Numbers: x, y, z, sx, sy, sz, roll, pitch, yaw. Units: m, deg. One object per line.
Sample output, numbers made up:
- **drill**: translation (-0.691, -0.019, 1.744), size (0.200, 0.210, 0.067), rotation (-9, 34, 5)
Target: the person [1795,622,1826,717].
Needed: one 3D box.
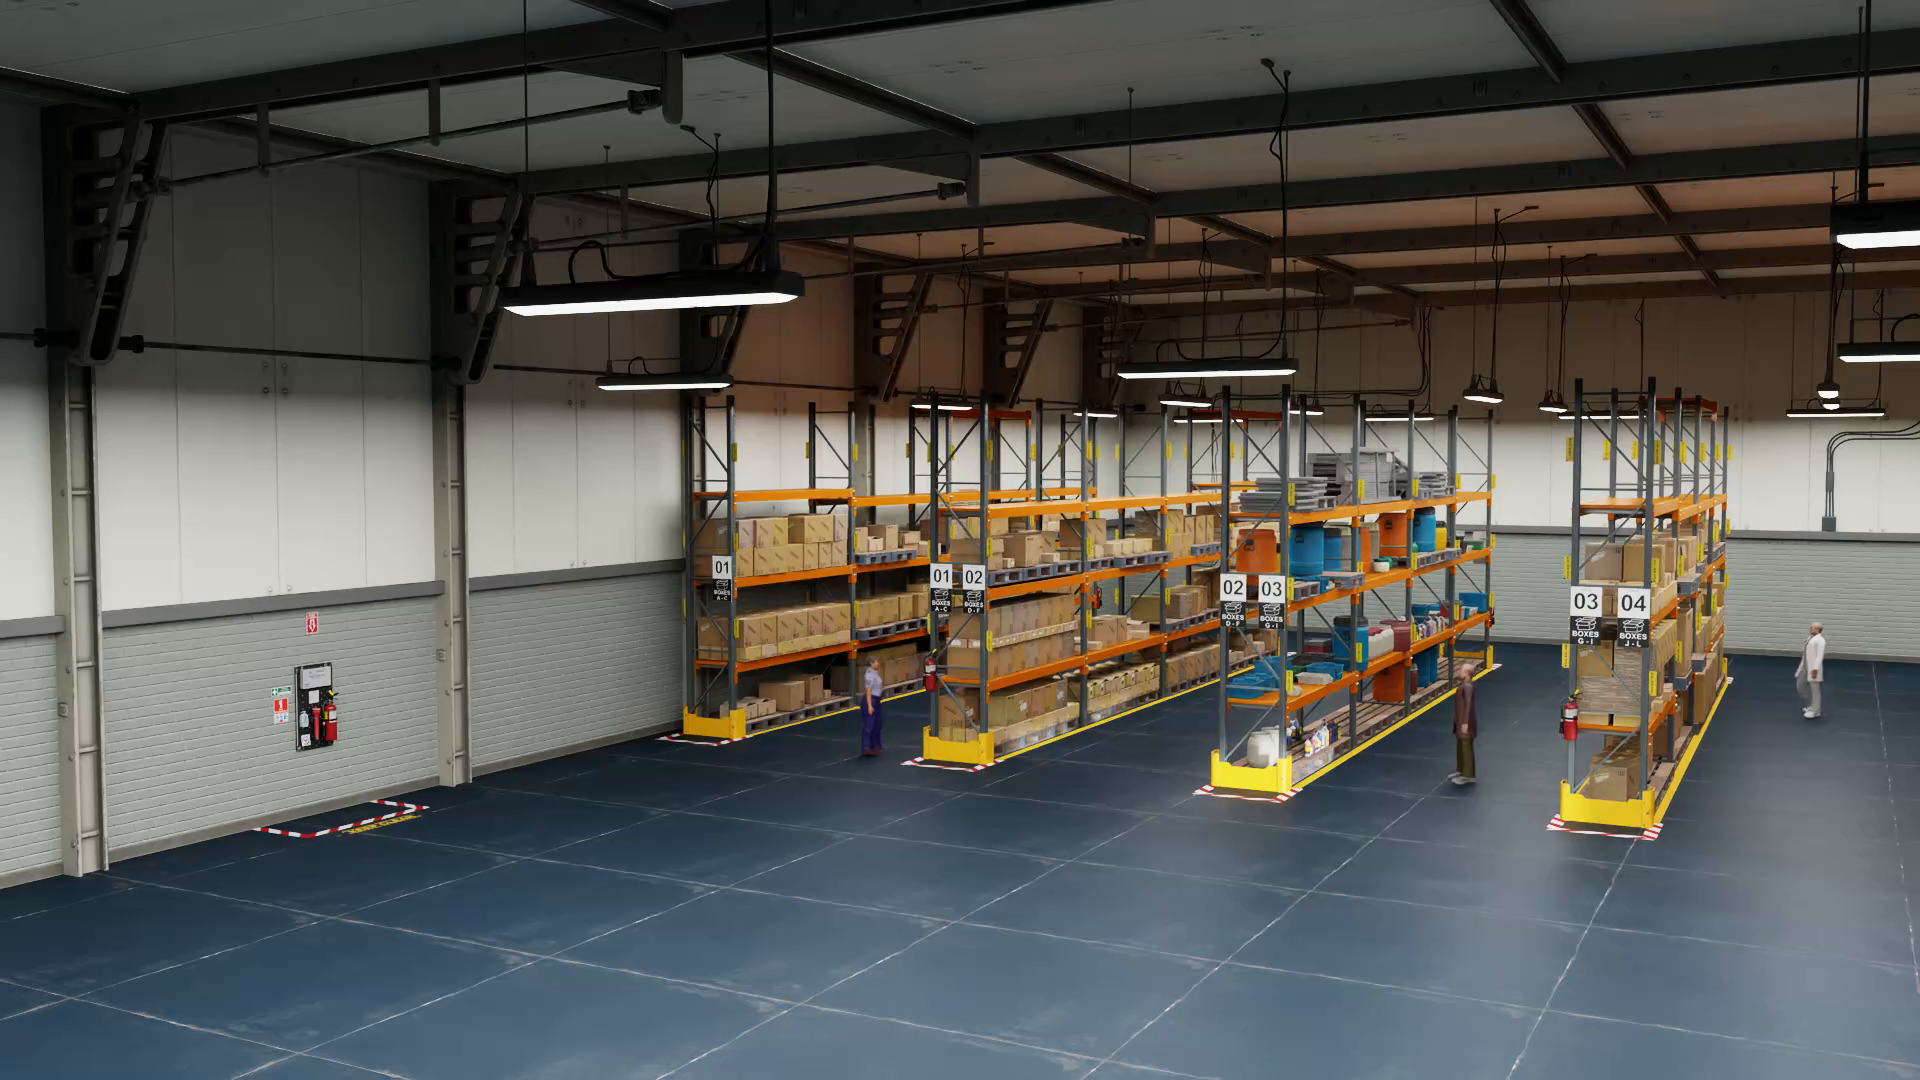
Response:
- **person**: translation (16.206, 2.452, 31.581), size (0.523, 1.788, 0.582), rotation (-1, 3, -16)

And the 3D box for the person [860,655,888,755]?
- **person**: translation (-1.431, 2.759, 27.573), size (0.435, 1.673, 0.534), rotation (0, 3, 6)

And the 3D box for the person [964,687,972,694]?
- **person**: translation (0.175, 2.475, 30.829), size (0.412, 1.793, 0.607), rotation (1, 3, 19)

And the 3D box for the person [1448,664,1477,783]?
- **person**: translation (7.643, 2.773, 25.259), size (0.417, 1.787, 0.614), rotation (0, 3, 4)

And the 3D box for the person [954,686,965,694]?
- **person**: translation (0.051, 2.378, 33.992), size (0.473, 1.678, 0.576), rotation (1, 3, 12)
